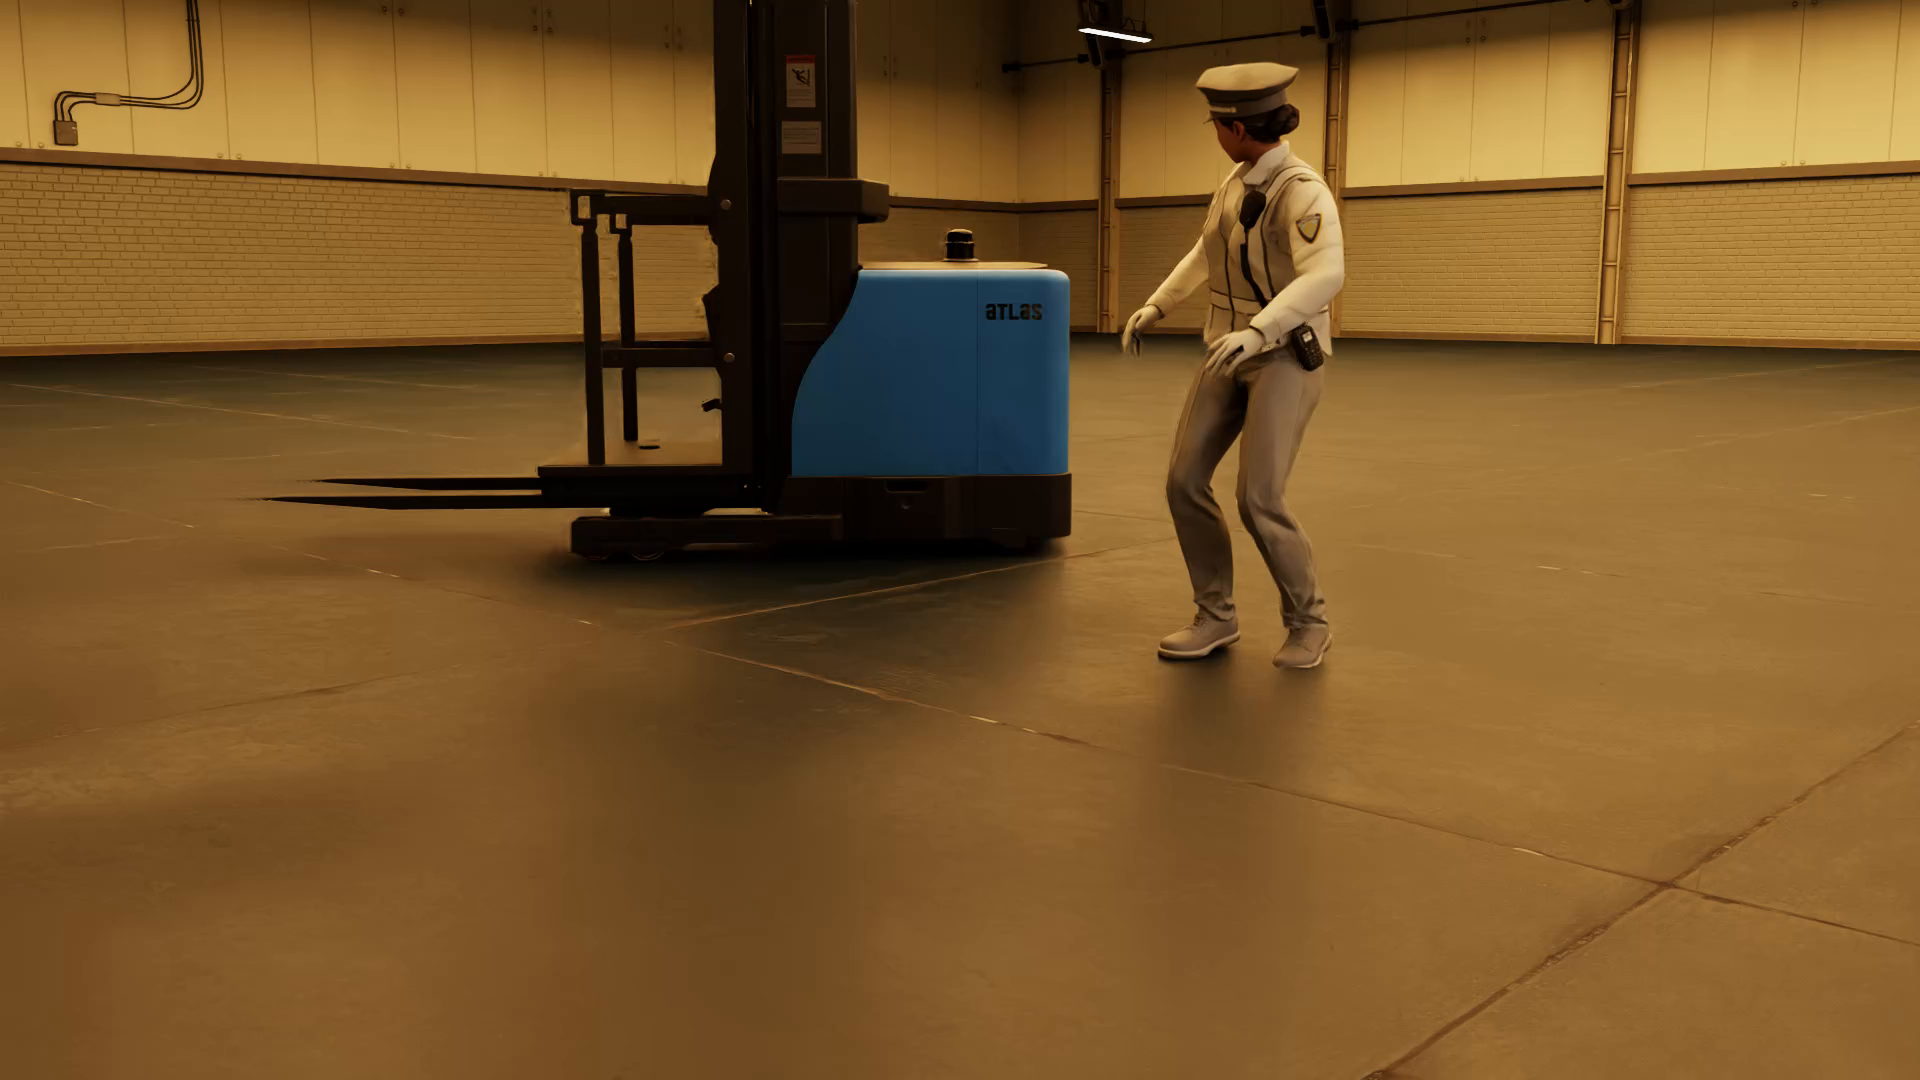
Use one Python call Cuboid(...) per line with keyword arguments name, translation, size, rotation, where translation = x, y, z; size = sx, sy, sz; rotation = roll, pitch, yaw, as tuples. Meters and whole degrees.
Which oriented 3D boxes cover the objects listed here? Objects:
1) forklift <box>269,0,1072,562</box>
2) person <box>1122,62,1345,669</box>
Cuboid(name="forklift", translation=(-1.114, -1.450, 6.500), size=(3.031, 2.935, 1.130), rotation=(-1, 9, -4))
Cuboid(name="person", translation=(0.745, -0.460, 4.495), size=(0.624, 1.628, 0.729), rotation=(-6, 10, -34))
